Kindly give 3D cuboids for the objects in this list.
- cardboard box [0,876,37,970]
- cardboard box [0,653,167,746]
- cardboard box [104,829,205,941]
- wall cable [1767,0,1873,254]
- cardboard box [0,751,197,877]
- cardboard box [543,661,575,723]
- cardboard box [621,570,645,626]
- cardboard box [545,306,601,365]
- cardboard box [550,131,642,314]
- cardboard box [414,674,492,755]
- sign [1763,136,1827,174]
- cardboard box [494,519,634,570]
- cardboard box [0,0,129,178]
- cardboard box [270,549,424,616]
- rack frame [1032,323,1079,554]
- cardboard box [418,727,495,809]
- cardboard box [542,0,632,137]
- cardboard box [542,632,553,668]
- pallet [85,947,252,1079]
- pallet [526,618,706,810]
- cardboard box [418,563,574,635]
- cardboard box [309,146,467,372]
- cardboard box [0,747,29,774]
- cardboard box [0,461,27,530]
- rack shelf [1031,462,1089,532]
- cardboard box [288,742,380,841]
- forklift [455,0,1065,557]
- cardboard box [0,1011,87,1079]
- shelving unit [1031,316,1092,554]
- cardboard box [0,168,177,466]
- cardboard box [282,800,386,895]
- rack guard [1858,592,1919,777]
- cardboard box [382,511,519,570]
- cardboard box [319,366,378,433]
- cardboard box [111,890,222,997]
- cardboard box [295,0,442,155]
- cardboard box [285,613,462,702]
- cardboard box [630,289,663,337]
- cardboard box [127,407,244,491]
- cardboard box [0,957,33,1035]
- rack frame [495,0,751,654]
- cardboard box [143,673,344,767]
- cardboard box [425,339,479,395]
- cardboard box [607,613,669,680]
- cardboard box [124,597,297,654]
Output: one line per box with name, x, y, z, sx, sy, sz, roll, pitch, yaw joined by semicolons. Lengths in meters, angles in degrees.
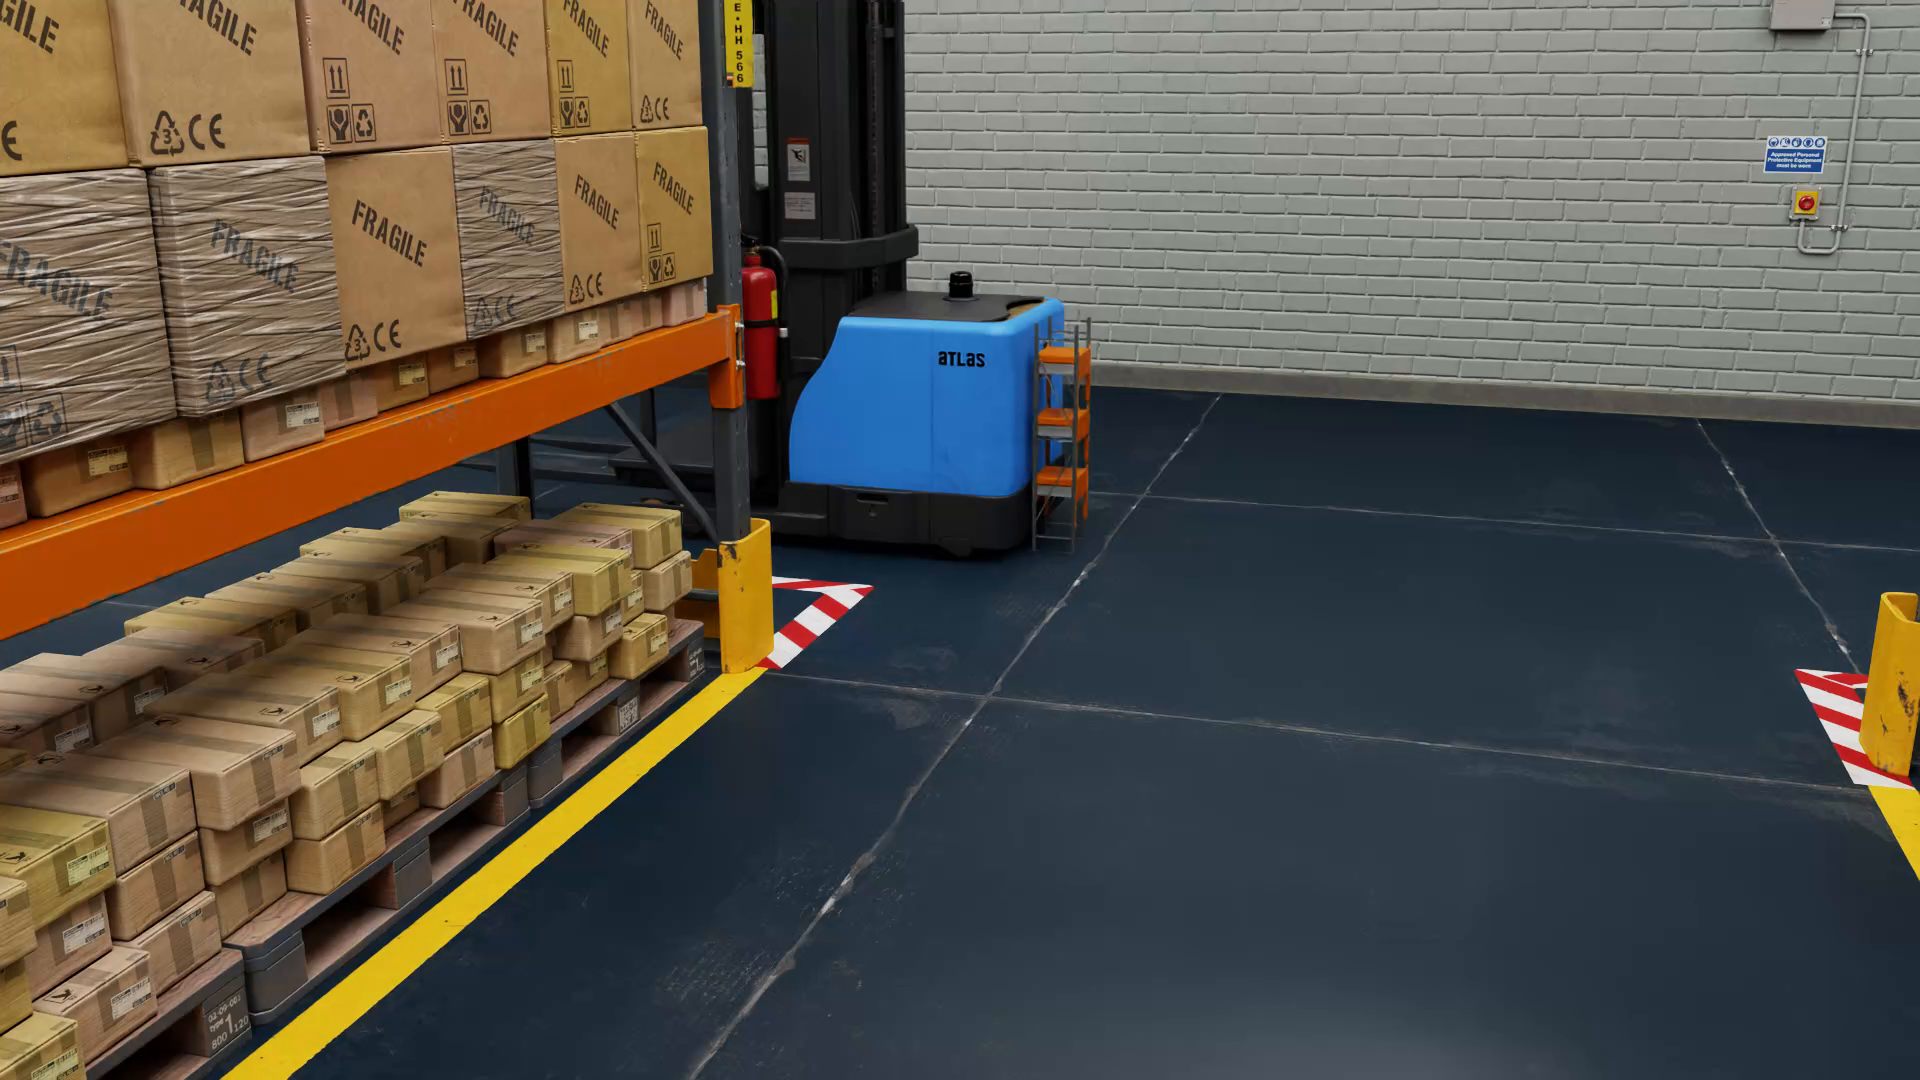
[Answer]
cardboard box;-1.987;0.730;3.122;0.380;0.149;0.250;5;17;19
cardboard box;-2.267;0.412;4.245;0.380;0.149;0.250;4;16;14
cardboard box;-1.909;0.735;3.651;0.380;0.149;0.250;4;16;13
wall cable;5.072;-2.681;9.866;0.585;1.953;0.123;5;16;16
cardboard box;-1.911;0.590;3.615;0.380;0.149;0.250;4;16;14
cardboard box;-1.423;0.469;5.135;0.380;0.149;0.250;5;17;16
cardboard box;-1.285;0.193;5.562;0.380;0.149;0.250;4;16;15
cardboard box;-1.318;-0.632;5.022;0.380;0.149;0.250;5;17;17
cardboard box;-1.315;-0.977;5.049;0.500;0.500;0.500;4;16;15
cardboard box;-1.530;0.467;4.596;0.380;0.149;0.250;5;17;19
sign;5.043;-2.327;10.042;0.327;0.218;0.001;5;16;16
cardboard box;-1.316;0.045;5.539;0.380;0.149;0.250;5;17;17
cardboard box;-1.925;-0.920;3.014;0.500;0.500;0.500;4;16;14
cardboard box;-1.906;0.145;5.186;0.380;0.149;0.250;4;16;13
rack frame;0.427;-0.448;7.485;0.200;1.050;0.008;5;17;16
cardboard box;-1.533;0.610;4.636;0.380;0.149;0.250;5;17;17
cardboard box;-1.318;-1.459;4.914;0.500;0.500;0.500;4;16;14
cardboard box;-1.480;0.327;5.089;0.380;0.149;0.250;4;16;15
pallet;-2.262;1.152;3.382;1.003;0.211;1.213;5;16;16
pallet;-1.569;0.513;5.633;1.003;0.211;1.213;5;16;16
cardboard box;-1.402;0.185;5.044;0.380;0.149;0.250;4;16;14
cardboard box;-1.601;-0.714;4.122;0.500;0.500;0.500;5;17;19
cardboard box;-2.321;0.561;3.718;0.380;0.149;0.250;5;17;18
cardboard box;-1.997;-0.086;3.097;0.380;0.149;0.250;4;16;13
rack shelf;0.463;-0.202;7.676;0.215;0.259;0.240;5;17;16
cardboard box;-1.676;0.604;4.114;0.380;0.149;0.250;4;16;15
forklift;-1.059;-1.551;7.928;3.031;2.935;1.130;5;17;17
cardboard box;-1.932;1.018;3.198;0.380;0.149;0.250;5;17;18
shelving unit;0.463;-0.480;7.598;0.215;1.050;0.252;5;17;16
cardboard box;-1.903;-0.443;3.164;0.500;0.500;0.500;5;16;16
cardboard box;-1.678;0.745;4.160;0.380;0.149;0.250;4;16;14
rack guard;3.499;0.496;5.165;1.175;0.500;0.348;5;16;16
cardboard box;-1.720;0.018;5.635;0.380;0.149;0.250;5;17;17
cardboard box;-1.665;-0.361;4.066;0.380;0.149;0.250;5;17;18
cardboard box;-1.887;0.879;3.689;0.380;0.149;0.250;4;16;15
cardboard box;-1.604;-1.183;3.943;0.500;0.500;0.500;4;16;14
cardboard box;-1.607;0.320;4.568;0.380;0.149;0.250;4;16;14
cardboard box;-1.211;-0.768;5.499;0.380;0.149;0.250;5;16;16
cardboard box;-1.780;-0.218;3.561;0.380;0.149;0.250;5;17;17
cardboard box;-2.023;0.872;3.168;0.380;0.149;0.250;5;17;16
rack frame;-1.282;-1.058;6.062;1.000;3.000;0.127;5;16;16
cardboard box;-1.762;0.452;4.102;0.380;0.149;0.250;4;16;14
cardboard box;-1.555;-0.500;4.554;0.380;0.149;0.250;4;16;14
cardboard box;-1.208;0.341;5.586;0.380;0.149;0.250;5;17;18
cardboard box;-2.112;0.282;4.703;0.380;0.149;0.250;5;17;17
